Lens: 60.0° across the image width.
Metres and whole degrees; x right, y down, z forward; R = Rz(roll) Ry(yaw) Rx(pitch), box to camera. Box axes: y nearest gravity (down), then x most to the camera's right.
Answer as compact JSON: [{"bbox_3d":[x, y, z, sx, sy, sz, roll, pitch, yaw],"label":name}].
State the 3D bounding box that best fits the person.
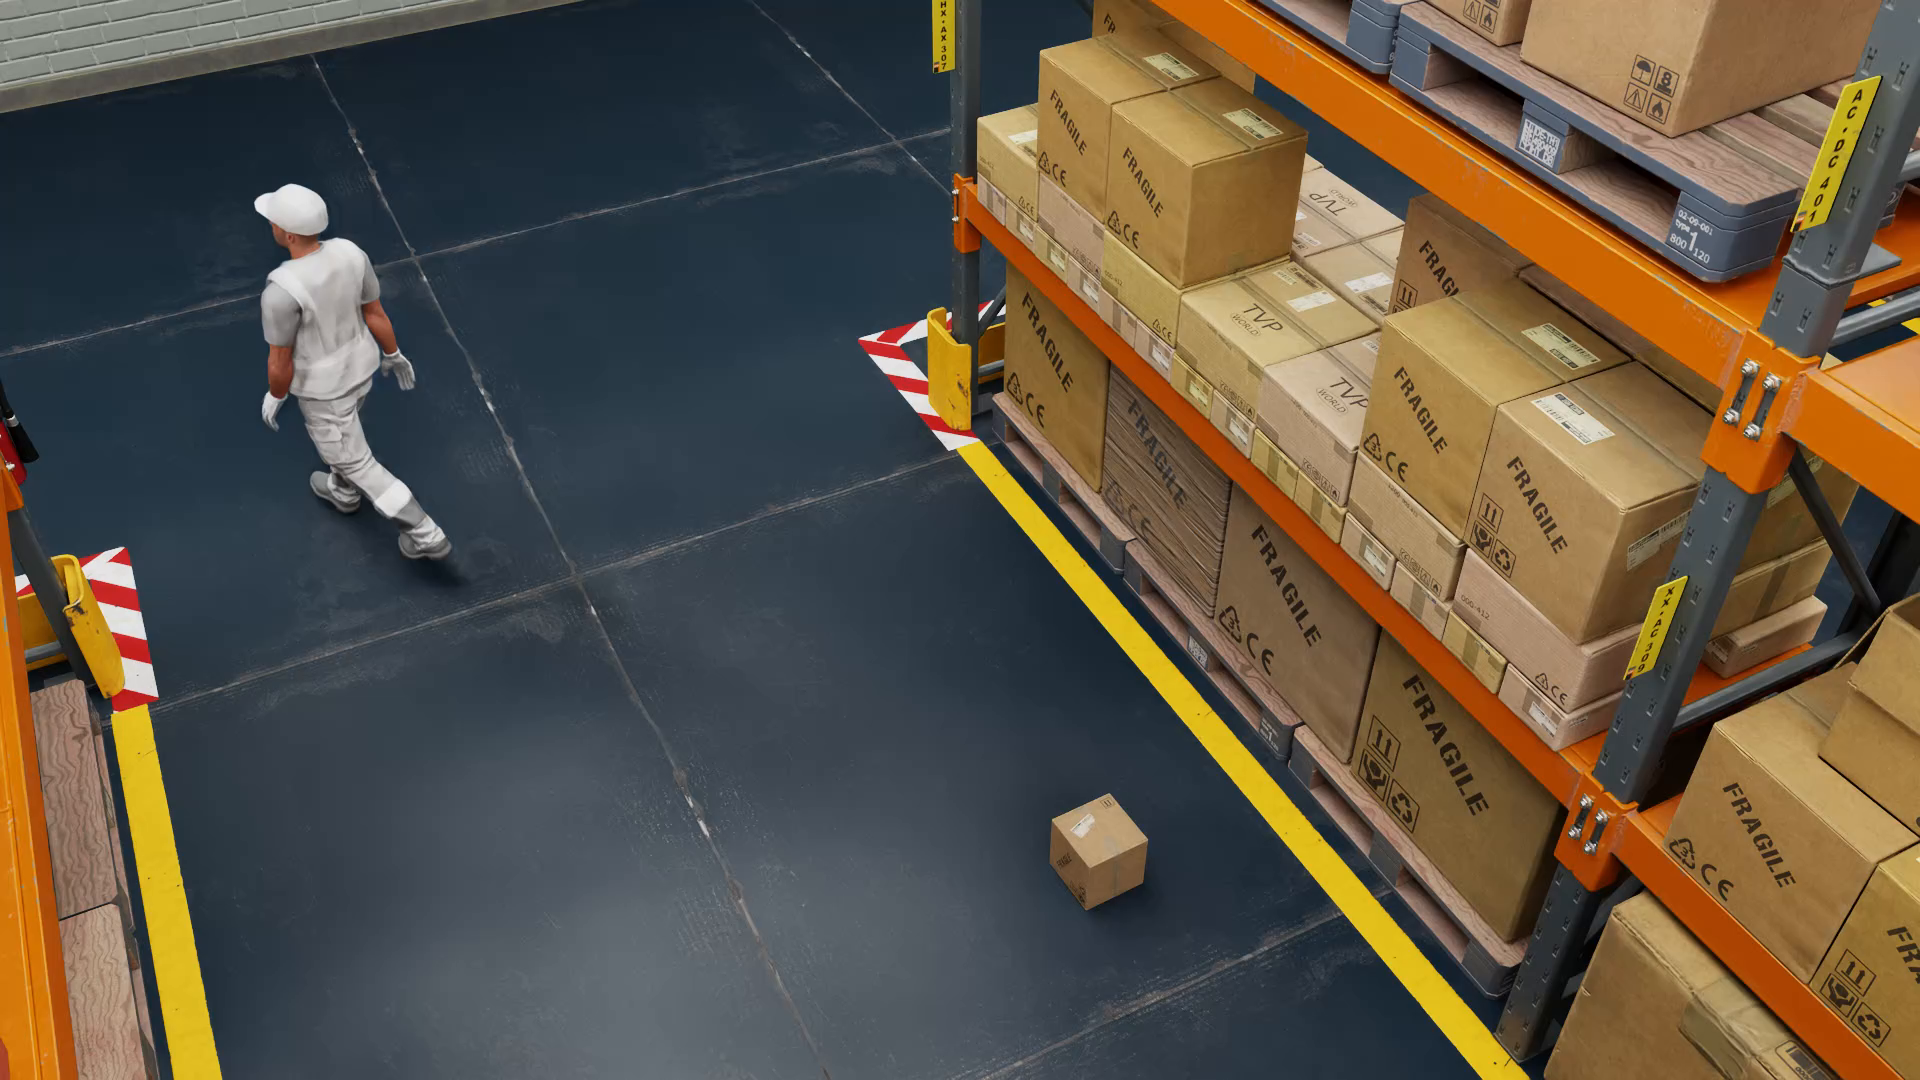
[{"bbox_3d":[-2.617,-0.686,6.939,0.998,1.754,0.597,19,44,20],"label":"person"}]
